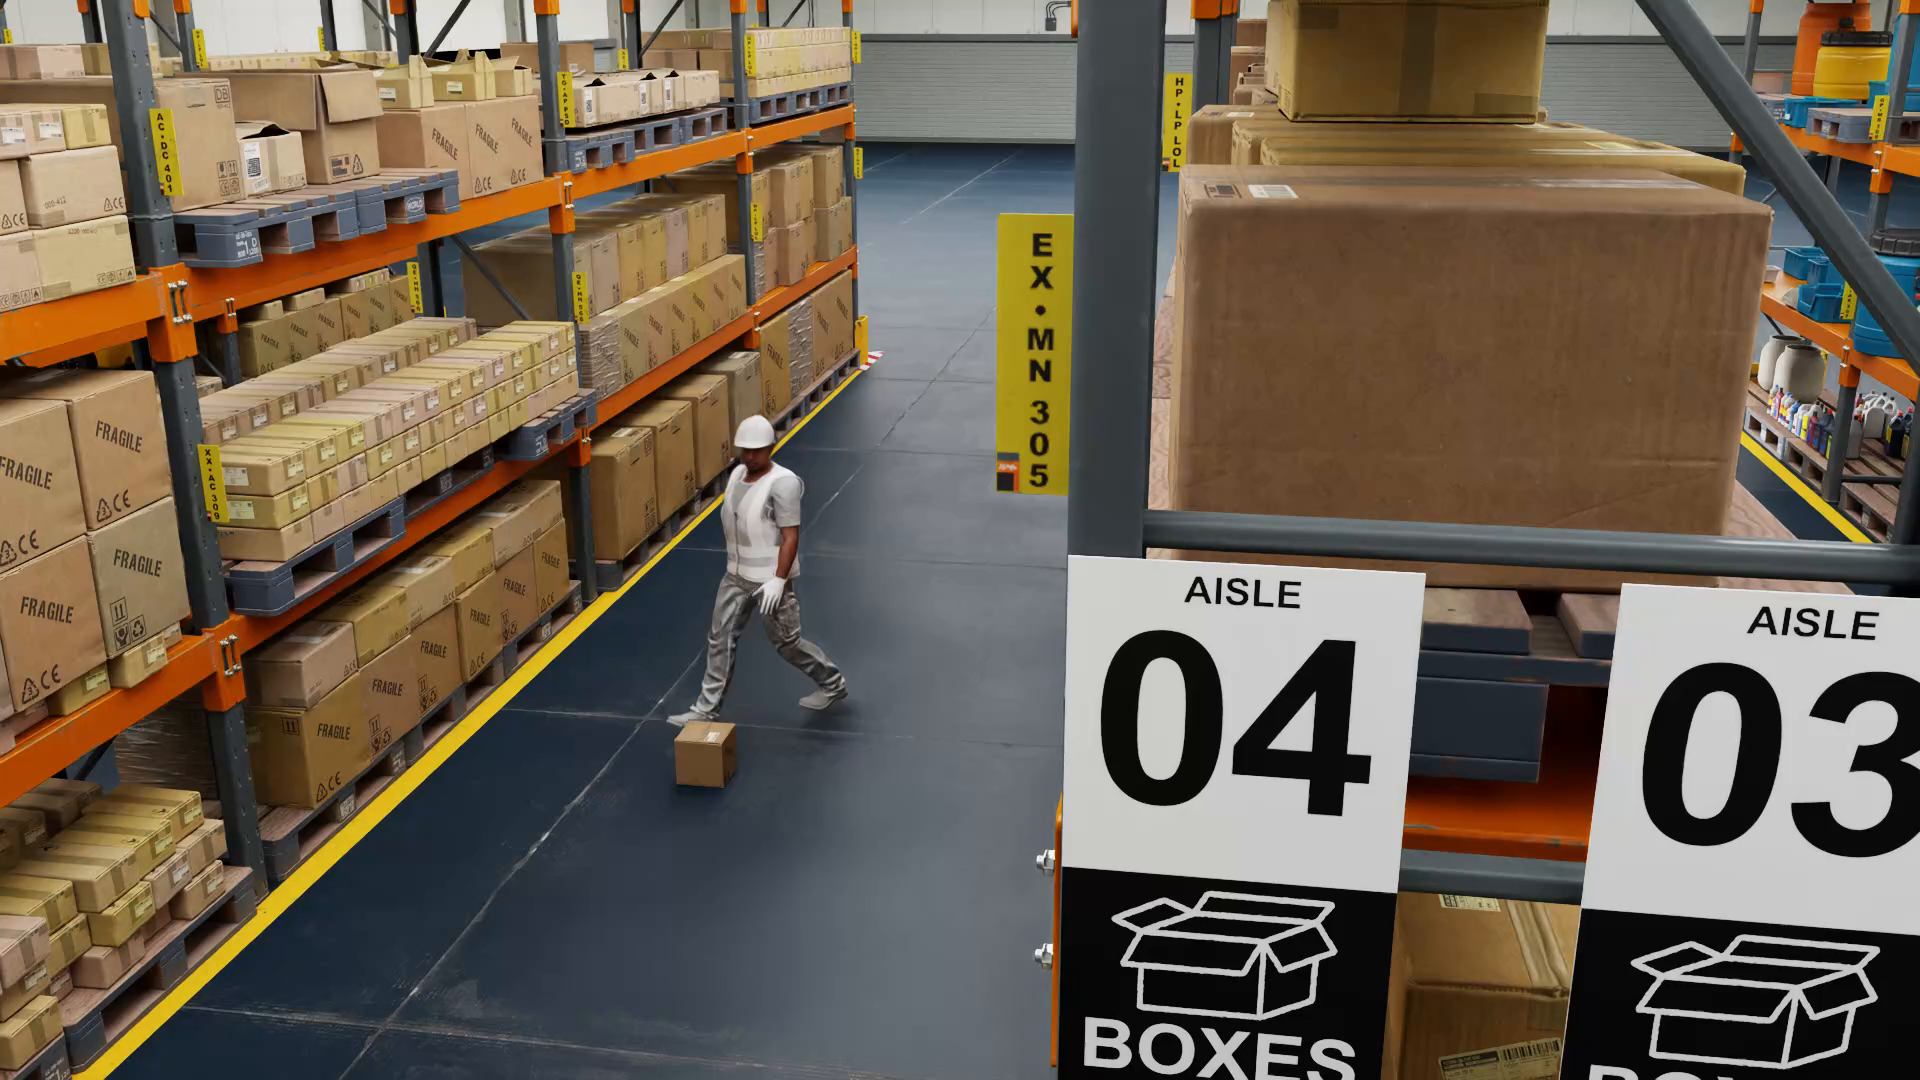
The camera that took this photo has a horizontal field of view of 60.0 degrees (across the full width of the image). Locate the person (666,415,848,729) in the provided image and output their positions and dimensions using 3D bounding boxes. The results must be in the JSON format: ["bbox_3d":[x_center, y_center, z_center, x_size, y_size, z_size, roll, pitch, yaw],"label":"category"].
[{"bbox_3d":[-1.117,0.194,8.968,0.993,1.748,0.590,-16,24,-40],"label":"person"}]
